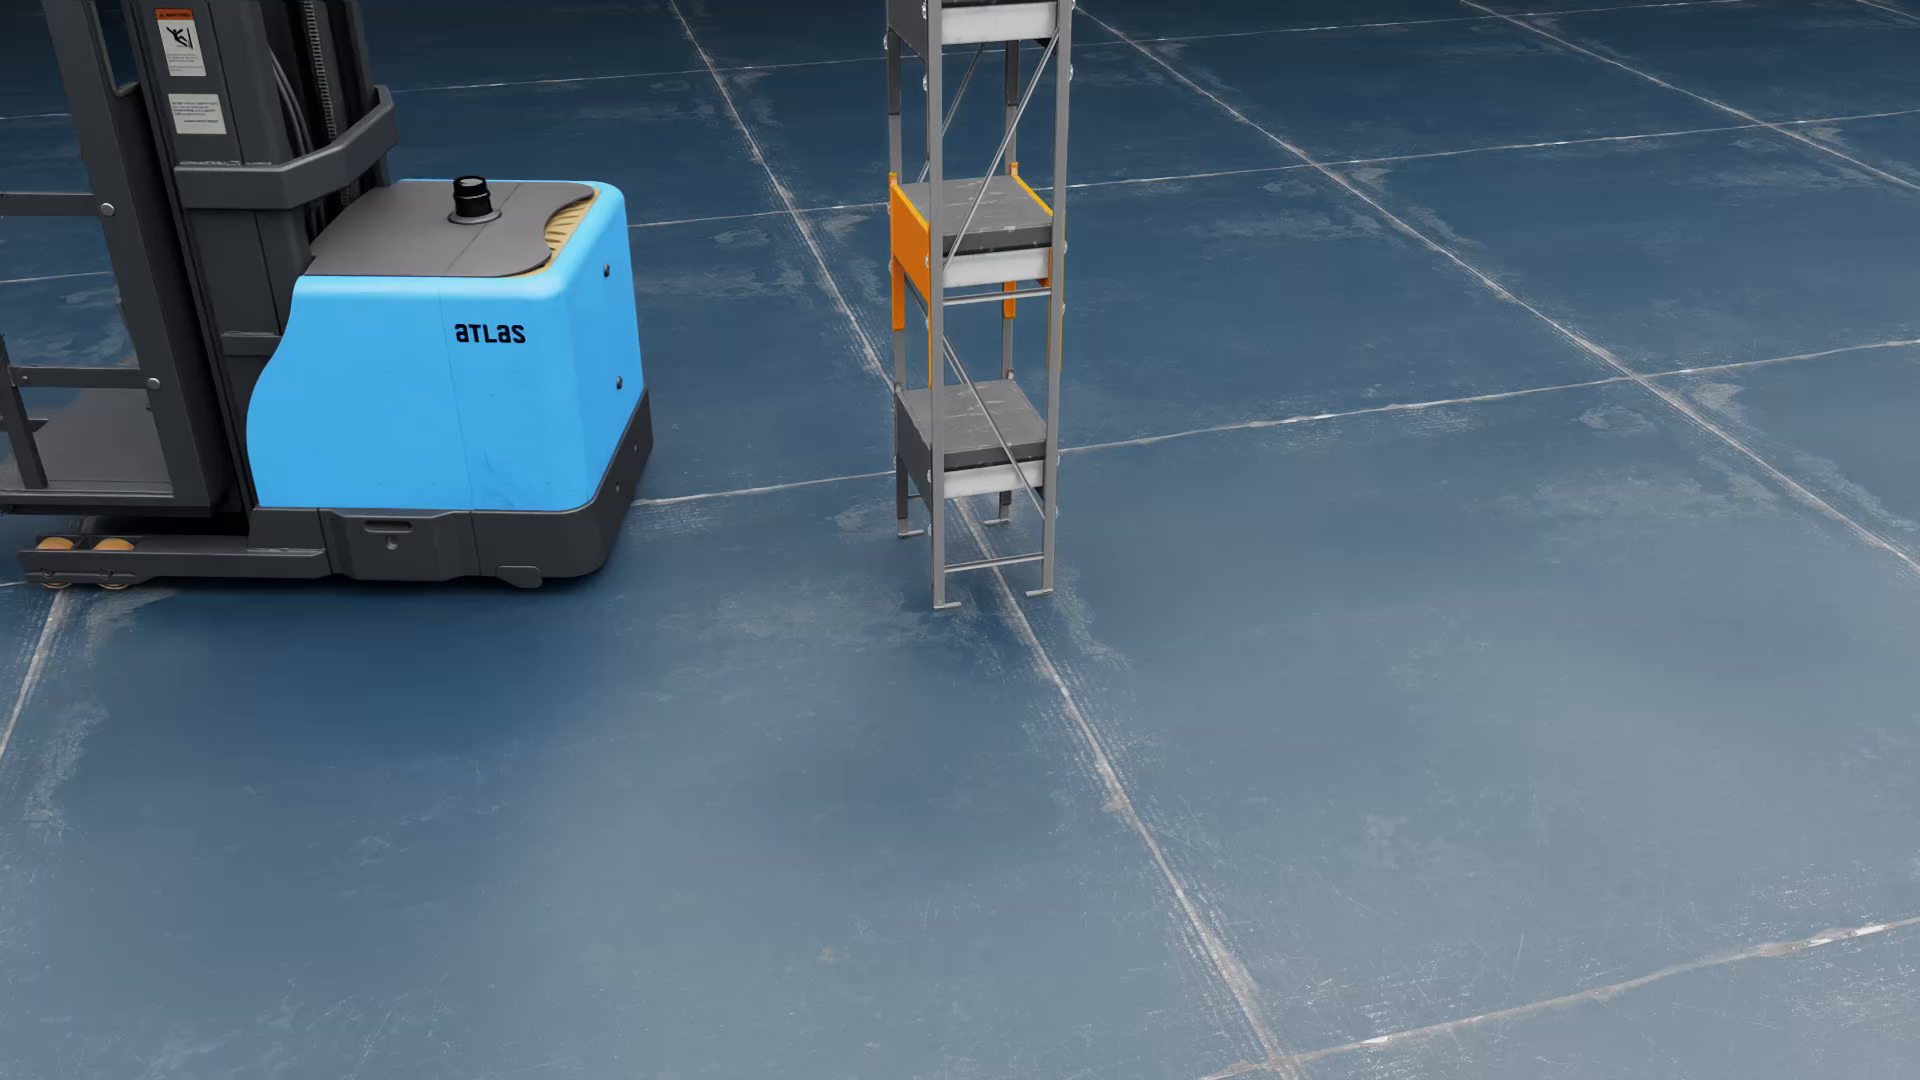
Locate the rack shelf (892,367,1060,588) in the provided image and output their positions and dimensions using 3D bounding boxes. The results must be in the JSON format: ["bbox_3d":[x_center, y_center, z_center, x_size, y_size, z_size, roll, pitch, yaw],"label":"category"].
[{"bbox_3d":[0.044,-0.211,5.443,0.431,0.518,0.480,-8,31,-13],"label":"rack shelf"}]

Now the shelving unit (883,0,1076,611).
[{"bbox_3d":[0.044,-0.829,5.086,0.431,2.100,0.503,-8,31,-13],"label":"shelving unit"}]

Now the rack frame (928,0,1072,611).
[{"bbox_3d":[0.109,-0.711,4.882,0.400,2.100,0.015,-8,31,-13],"label":"rack frame"}]

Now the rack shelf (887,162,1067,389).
[{"bbox_3d":[0.044,-0.817,5.093,0.431,0.518,0.480,-8,31,-13],"label":"rack shelf"}]

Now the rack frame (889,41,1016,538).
[{"bbox_3d":[-0.021,-0.947,5.289,0.400,2.100,0.015,-8,31,-13],"label":"rack frame"}]

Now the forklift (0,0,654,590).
[{"bbox_3d":[-2.673,-1.369,5.190,3.031,2.935,1.130,1,30,2],"label":"forklift"}]

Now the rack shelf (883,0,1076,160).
[{"bbox_3d":[0.044,-1.423,4.742,0.431,0.518,0.480,-8,31,-13],"label":"rack shelf"}]
